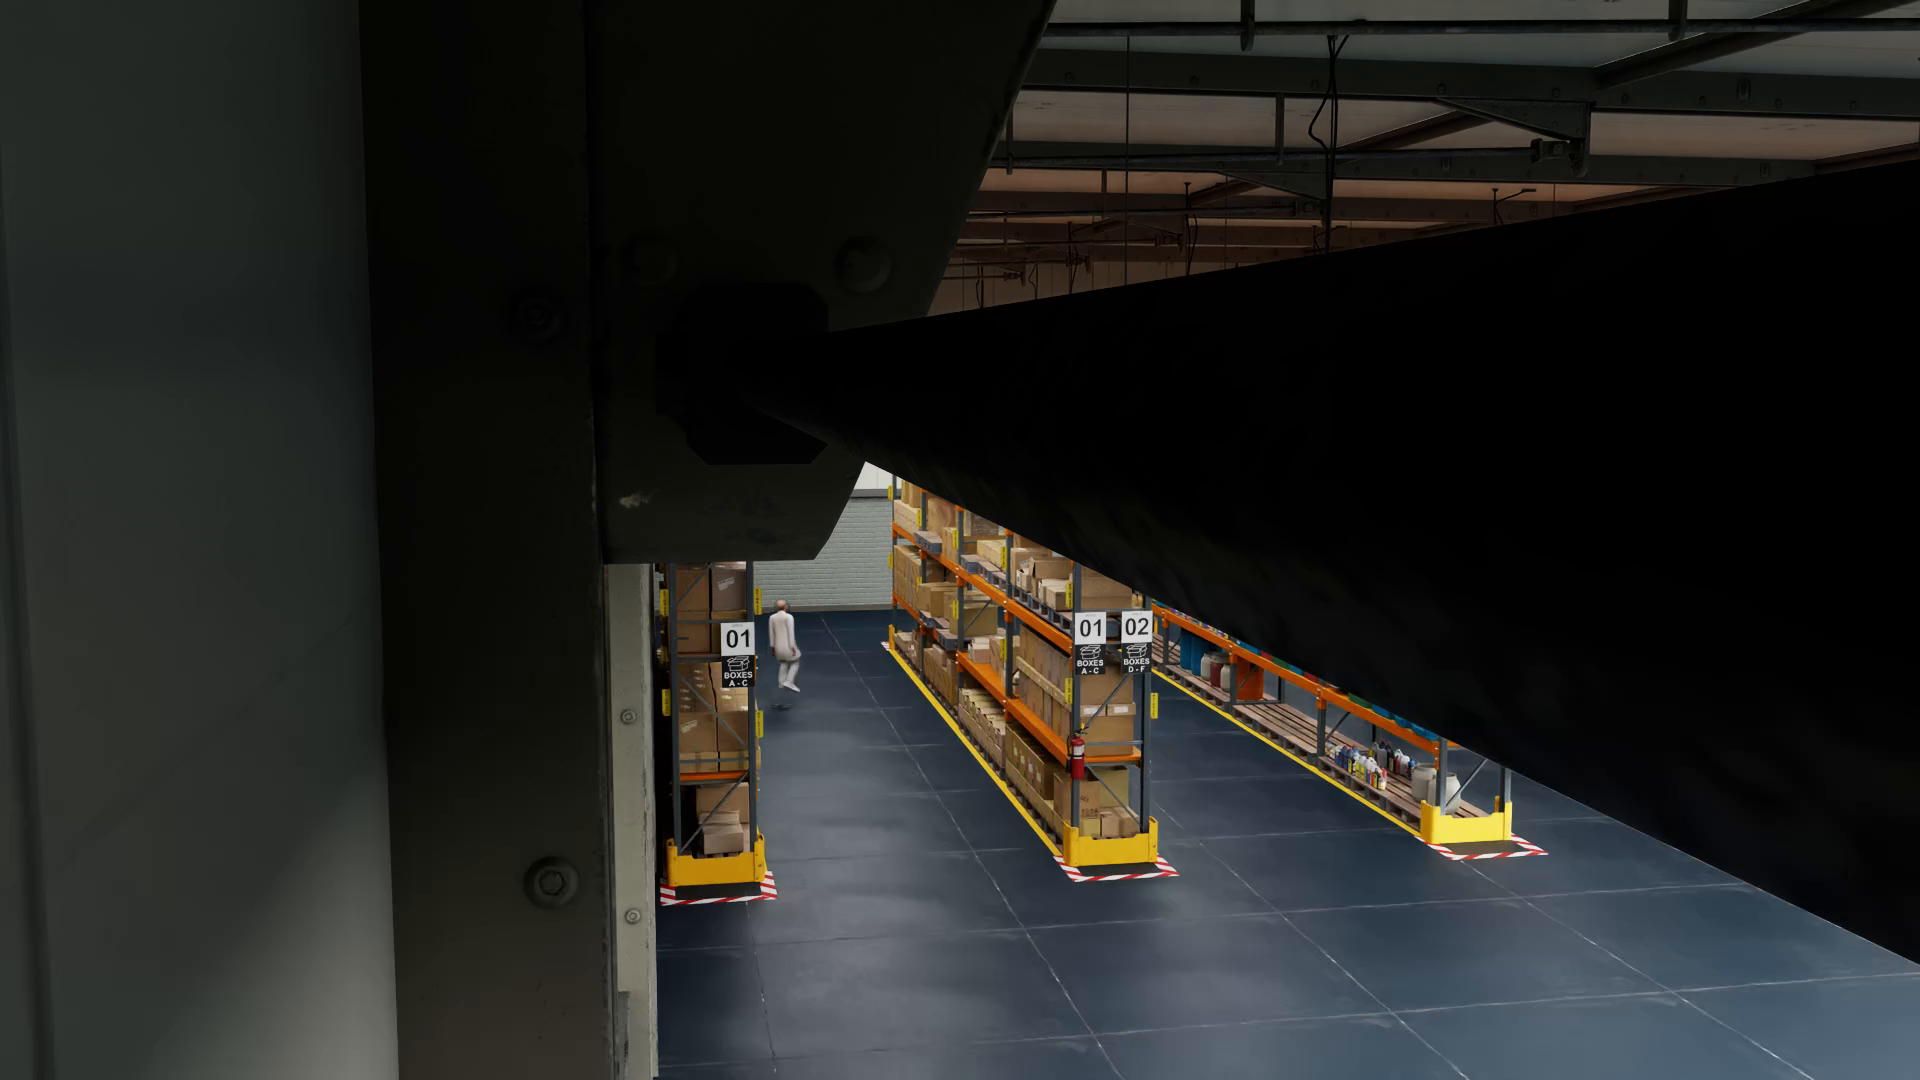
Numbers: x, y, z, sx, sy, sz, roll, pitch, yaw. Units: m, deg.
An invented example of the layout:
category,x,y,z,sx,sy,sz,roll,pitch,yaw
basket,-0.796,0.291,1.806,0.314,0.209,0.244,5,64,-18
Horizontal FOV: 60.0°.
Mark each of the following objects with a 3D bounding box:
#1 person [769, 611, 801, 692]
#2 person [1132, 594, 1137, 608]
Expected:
category,x,y,z,sx,sy,sz,roll,pitch,yaw
person,-3.260,2.059,30.781,0.606,1.518,0.531,1,6,12
person,3.556,1.795,35.140,0.427,1.354,0.470,5,8,38
